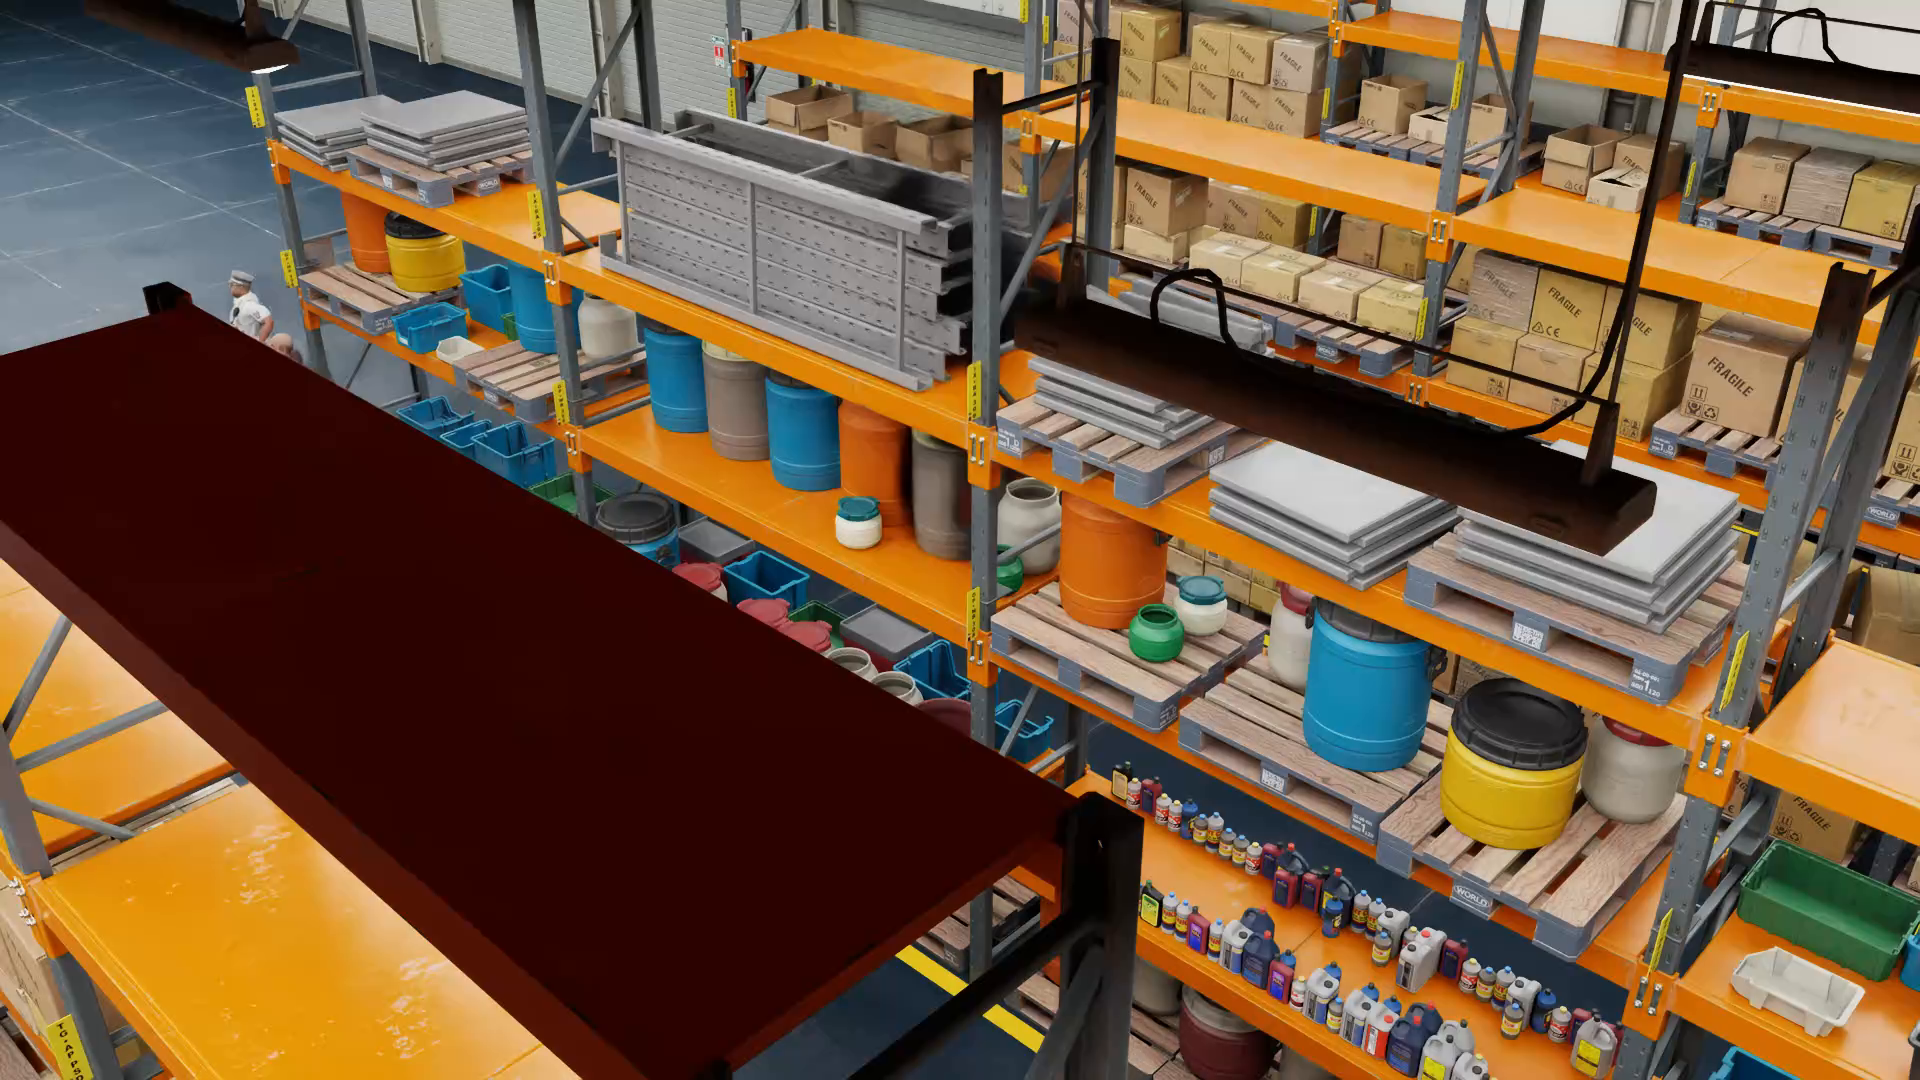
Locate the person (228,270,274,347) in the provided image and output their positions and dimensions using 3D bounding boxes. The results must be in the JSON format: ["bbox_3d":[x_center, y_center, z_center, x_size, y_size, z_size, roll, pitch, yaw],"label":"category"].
[{"bbox_3d":[-7.664,-2.064,18.135,0.788,1.844,0.663,-9,31,-15],"label":"person"}]

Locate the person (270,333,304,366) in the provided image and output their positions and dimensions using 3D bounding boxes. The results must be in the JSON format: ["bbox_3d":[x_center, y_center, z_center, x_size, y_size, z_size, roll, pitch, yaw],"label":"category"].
[{"bbox_3d":[-6.597,-1.241,16.642,1.006,1.802,0.721,-5,30,-8],"label":"person"}]
